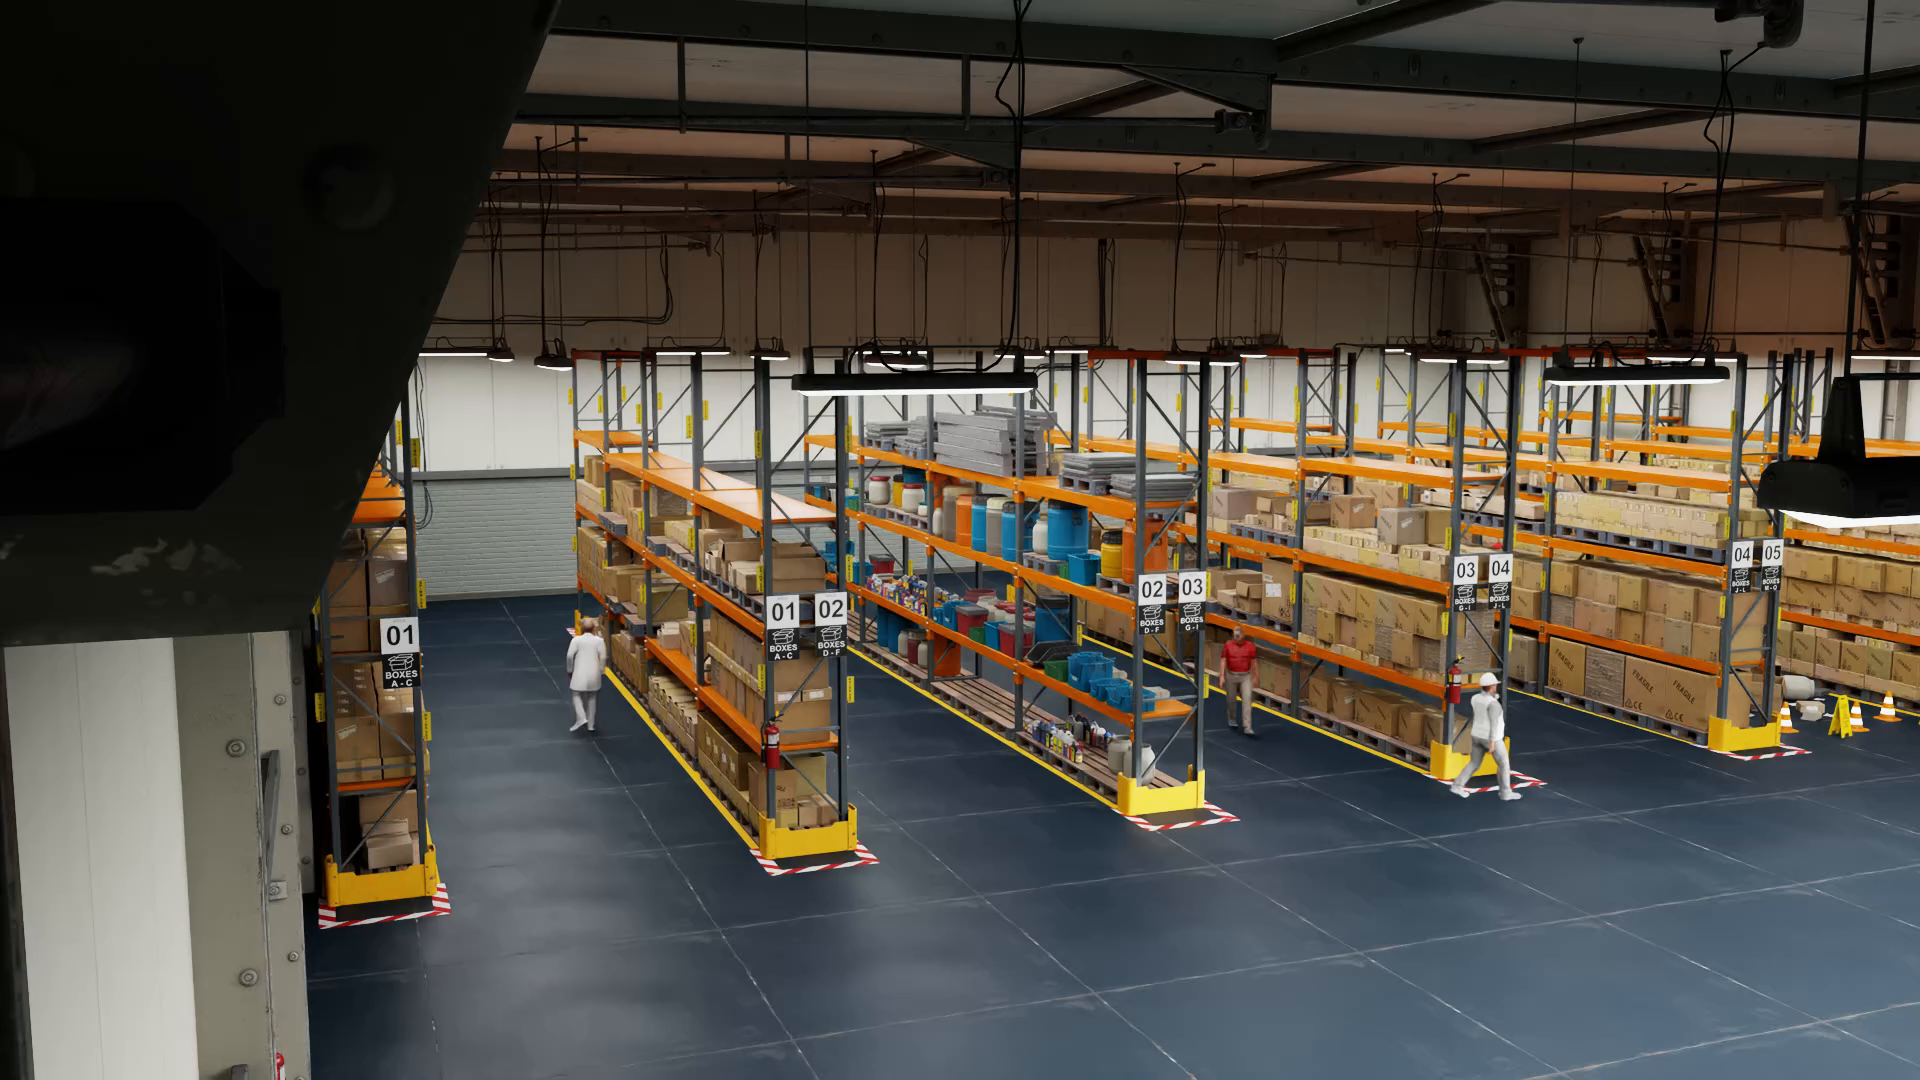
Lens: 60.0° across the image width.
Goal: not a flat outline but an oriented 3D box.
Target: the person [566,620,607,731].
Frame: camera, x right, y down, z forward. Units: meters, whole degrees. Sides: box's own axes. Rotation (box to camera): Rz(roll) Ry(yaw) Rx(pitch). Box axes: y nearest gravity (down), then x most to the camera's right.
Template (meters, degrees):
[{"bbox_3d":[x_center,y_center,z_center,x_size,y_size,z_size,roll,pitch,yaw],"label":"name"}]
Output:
[{"bbox_3d":[-5.927,2.183,26.487,0.632,1.741,0.703,-2,7,-18],"label":"person"}]

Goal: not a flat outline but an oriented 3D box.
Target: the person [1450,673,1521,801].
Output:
[{"bbox_3d":[7.155,2.671,22.586,0.889,1.743,0.540,-4,8,-27],"label":"person"}]

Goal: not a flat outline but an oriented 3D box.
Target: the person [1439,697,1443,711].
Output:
[{"bbox_3d":[8.034,2.090,27.297,0.602,1.781,0.639,0,7,-3],"label":"person"}]

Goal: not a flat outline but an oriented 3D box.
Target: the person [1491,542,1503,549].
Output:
[{"bbox_3d":[11.700,0.942,36.215,0.592,1.785,0.408,-7,10,-44],"label":"person"}]

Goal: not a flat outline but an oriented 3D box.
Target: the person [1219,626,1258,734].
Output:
[{"bbox_3d":[4.437,2.210,26.472,0.600,1.691,0.913,2,7,12],"label":"person"}]
